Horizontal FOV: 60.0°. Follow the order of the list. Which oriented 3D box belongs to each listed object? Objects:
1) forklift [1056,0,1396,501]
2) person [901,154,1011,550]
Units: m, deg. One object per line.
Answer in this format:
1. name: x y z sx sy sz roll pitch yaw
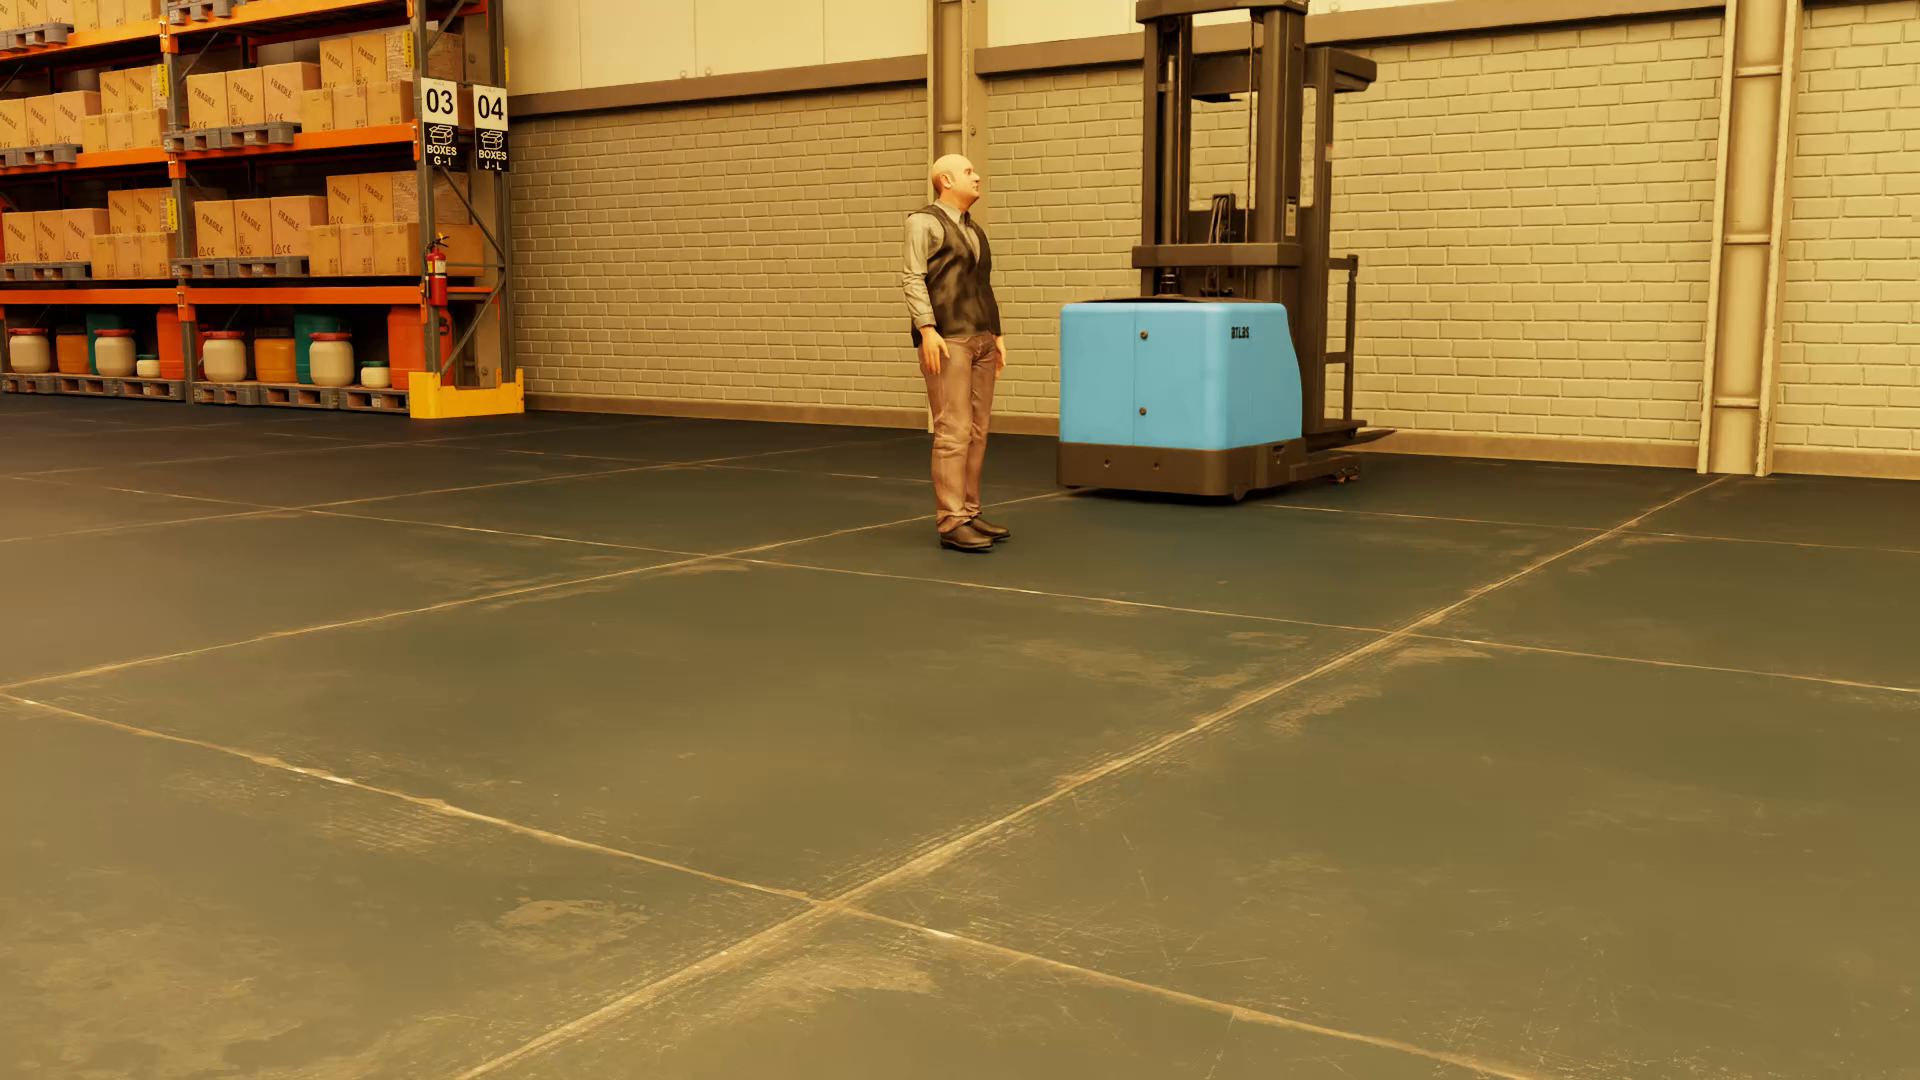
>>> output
1. forklift: 1.797 -1.823 10.011 1.130 2.935 3.031 6 10 35
2. person: 0.048 -0.853 7.441 0.566 1.722 0.633 5 10 34
